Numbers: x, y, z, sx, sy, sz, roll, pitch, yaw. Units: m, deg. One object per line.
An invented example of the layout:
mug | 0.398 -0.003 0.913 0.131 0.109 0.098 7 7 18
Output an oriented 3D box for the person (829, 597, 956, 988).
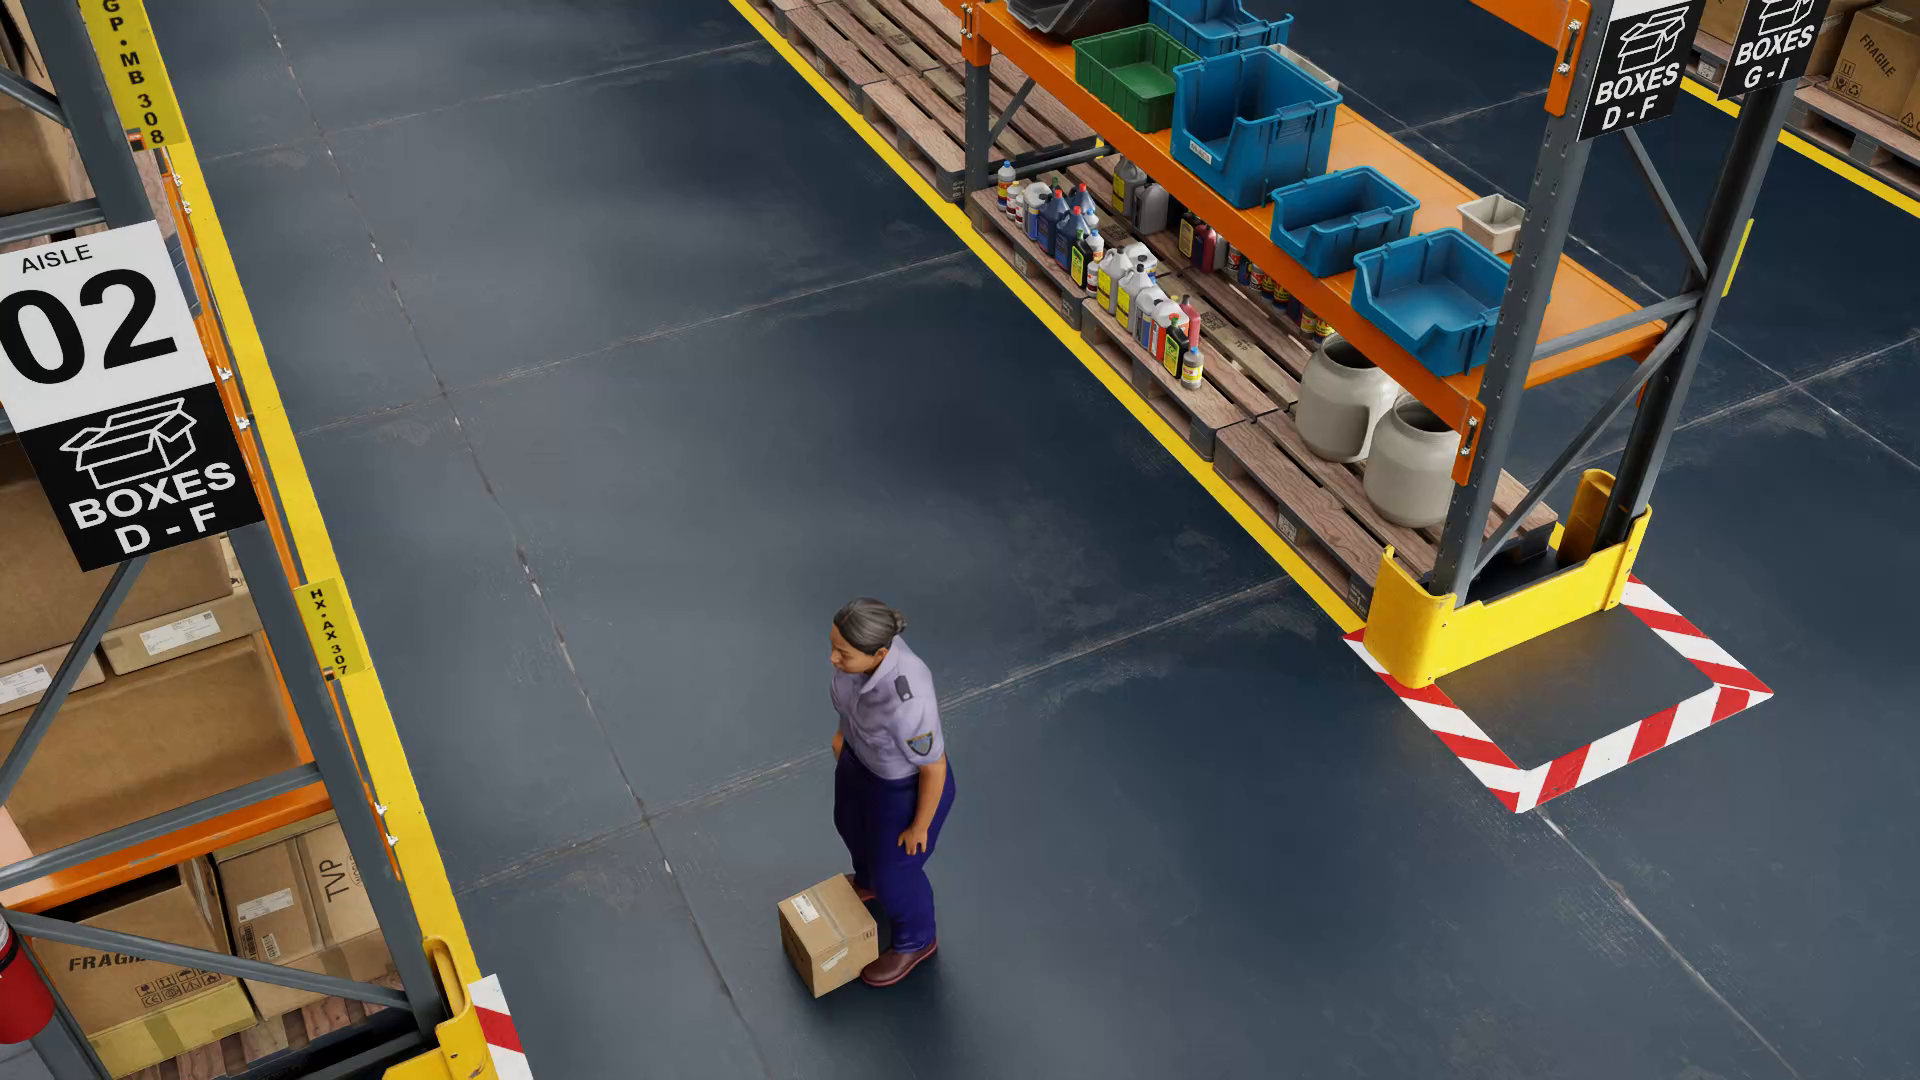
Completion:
person | -0.244 0.758 5.312 0.379 1.647 0.561 -22 46 -23
